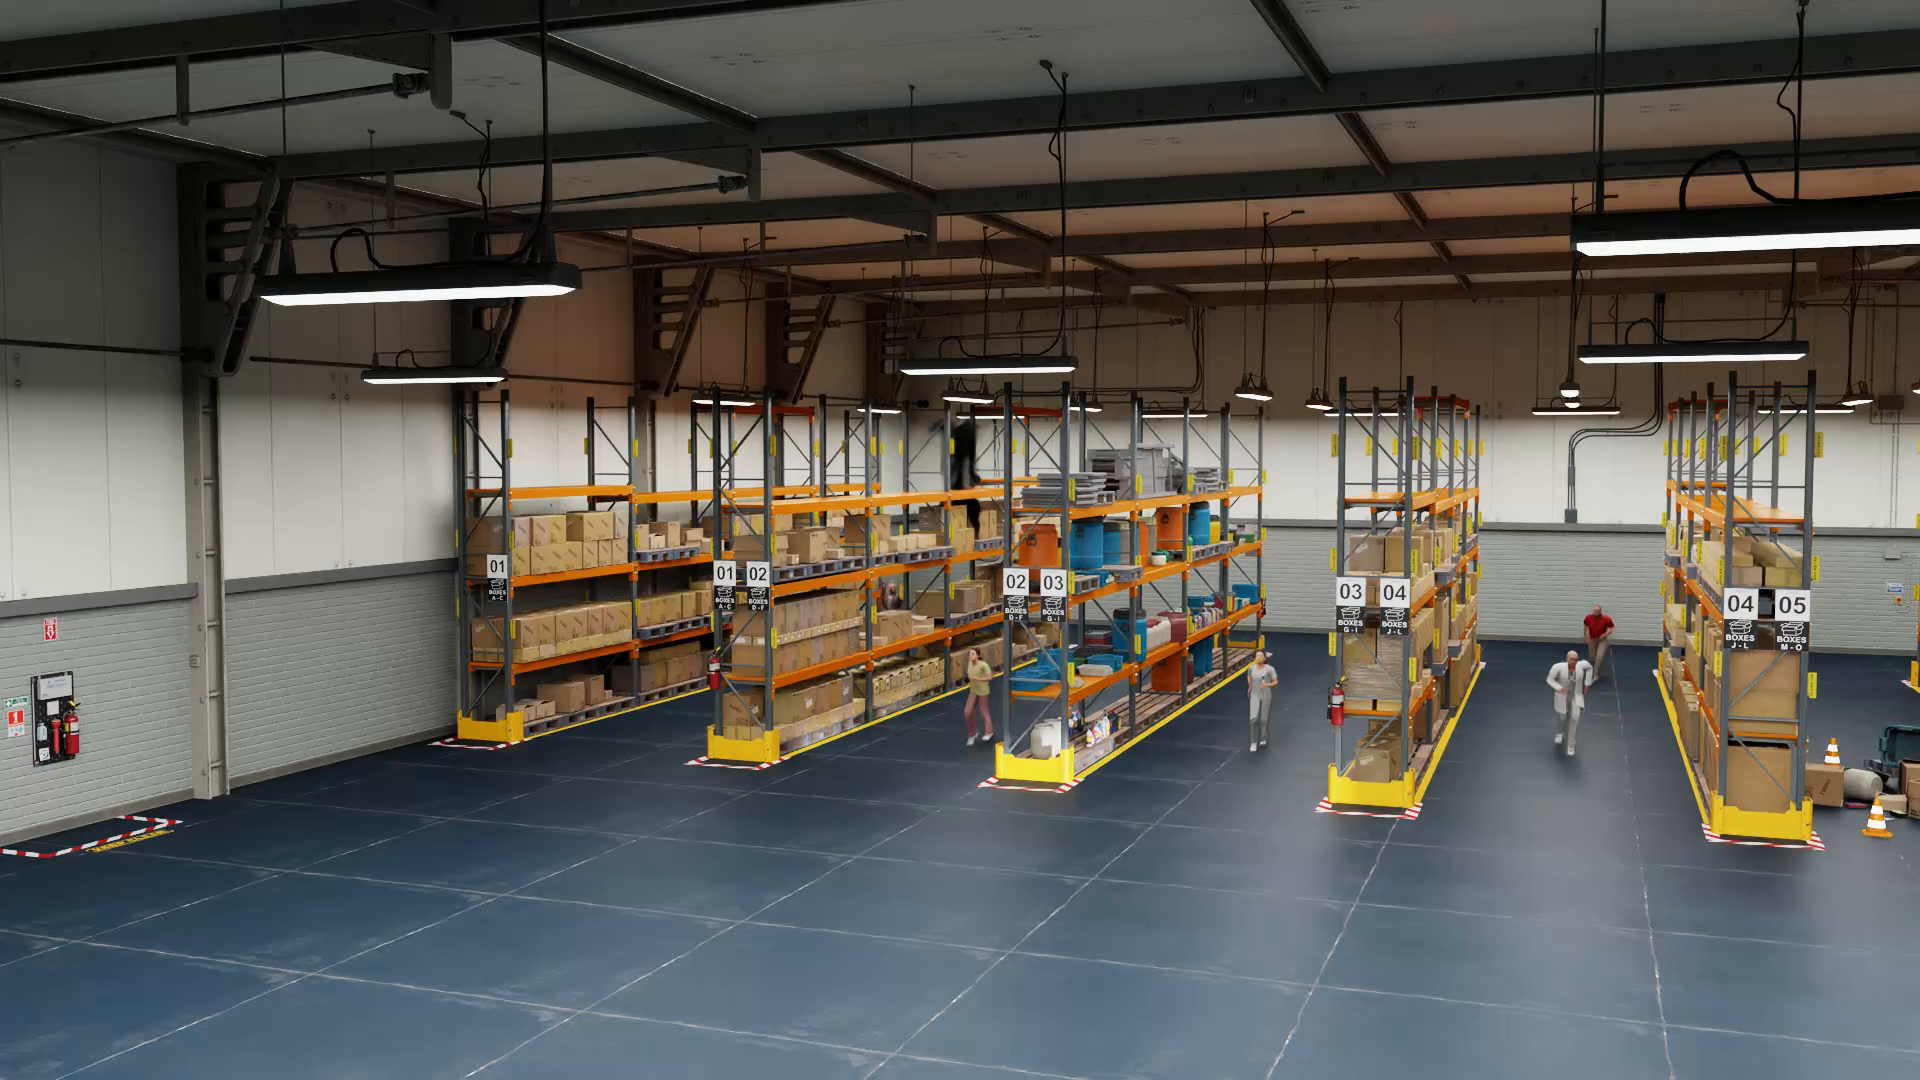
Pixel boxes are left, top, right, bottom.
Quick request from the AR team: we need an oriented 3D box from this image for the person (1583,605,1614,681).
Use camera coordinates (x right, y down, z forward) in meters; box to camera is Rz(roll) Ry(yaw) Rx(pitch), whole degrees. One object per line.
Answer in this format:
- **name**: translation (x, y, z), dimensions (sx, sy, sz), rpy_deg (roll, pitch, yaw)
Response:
- **person**: translation (13.805, 2.220, 35.949), dimensions (0.658, 1.666, 0.769), rpy_deg (2, 4, 28)

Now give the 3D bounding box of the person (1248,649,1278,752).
- **person**: translation (5.003, 2.655, 27.554), dimensions (0.546, 1.707, 0.728), rpy_deg (1, 3, 20)

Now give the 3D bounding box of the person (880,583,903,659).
- **person**: translation (-1.513, 1.840, 37.159), dimensions (0.711, 1.765, 0.880), rpy_deg (1, 3, 22)

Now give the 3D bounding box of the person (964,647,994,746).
- **person**: translation (0.360, 2.641, 28.095), dimensions (0.563, 1.705, 0.804), rpy_deg (2, 4, 32)

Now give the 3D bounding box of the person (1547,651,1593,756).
- **person**: translation (10.078, 2.661, 27.581), dimensions (0.754, 1.742, 1.065), rpy_deg (0, 3, 8)
